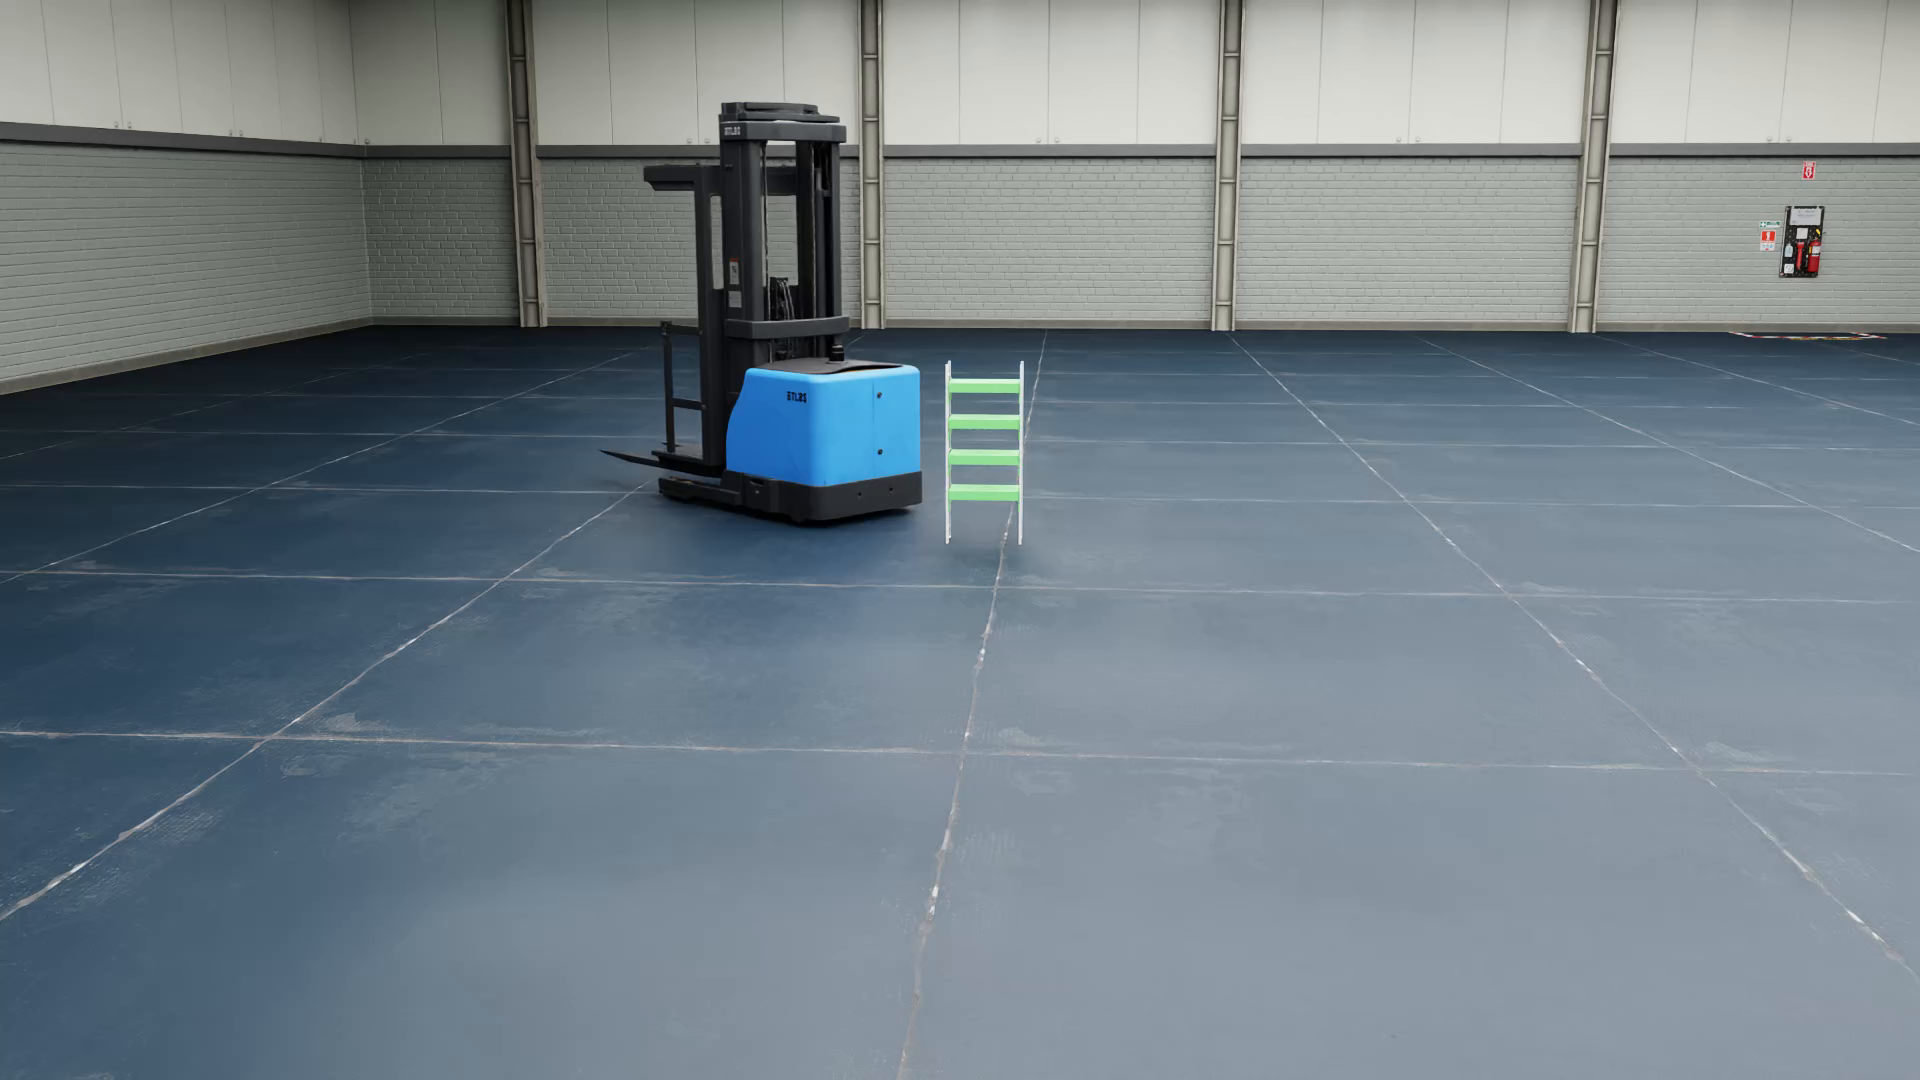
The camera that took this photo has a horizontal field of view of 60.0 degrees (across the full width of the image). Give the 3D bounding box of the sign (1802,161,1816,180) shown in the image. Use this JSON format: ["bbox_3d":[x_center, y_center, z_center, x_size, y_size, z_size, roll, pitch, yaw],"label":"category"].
[{"bbox_3d":[13.998,-6.095,27.420,0.199,0.298,0.001,1,12,4],"label":"sign"}]

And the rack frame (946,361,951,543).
[{"bbox_3d":[-0.078,-0.588,11.150,0.015,1.200,0.240,1,12,4],"label":"rack frame"}]

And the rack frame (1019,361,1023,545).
[{"bbox_3d":[0.409,-0.582,11.118,0.015,1.200,0.240,1,12,4],"label":"rack frame"}]

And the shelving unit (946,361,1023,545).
[{"bbox_3d":[0.165,-0.585,11.134,0.503,1.200,0.258,1,12,4],"label":"shelving unit"}]

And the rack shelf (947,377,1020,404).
[{"bbox_3d":[0.165,-0.992,11.049,0.480,0.148,0.258,1,12,4],"label":"rack shelf"}]

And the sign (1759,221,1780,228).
[{"bbox_3d":[13.458,-5.244,27.630,0.331,0.109,0.001,1,12,4],"label":"sign"}]

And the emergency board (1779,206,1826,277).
[{"bbox_3d":[13.999,-4.940,27.560,0.643,1.169,0.194,1,12,4],"label":"emergency board"}]

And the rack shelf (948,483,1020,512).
[{"bbox_3d":[0.165,-0.288,11.197,0.480,0.148,0.258,1,12,4],"label":"rack shelf"}]

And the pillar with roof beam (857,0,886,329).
[{"bbox_3d":[-1.785,-7.202,23.720,0.400,9.000,9.100,1,12,4],"label":"pillar with roof beam"}]

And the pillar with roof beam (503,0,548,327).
[{"bbox_3d":[-7.772,-7.284,24.112,0.400,9.000,9.100,1,12,4],"label":"pillar with roof beam"}]

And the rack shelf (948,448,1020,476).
[{"bbox_3d":[0.165,-0.522,11.147,0.480,0.148,0.258,1,12,4],"label":"rack shelf"}]

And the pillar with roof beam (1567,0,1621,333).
[{"bbox_3d":[10.188,-7.038,22.935,0.400,9.000,9.100,1,12,4],"label":"pillar with roof beam"}]

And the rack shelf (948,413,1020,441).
[{"bbox_3d":[0.165,-0.757,11.098,0.480,0.148,0.258,1,12,4],"label":"rack shelf"}]

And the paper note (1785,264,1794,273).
[{"bbox_3d":[13.827,-4.526,27.729,0.142,0.148,0.016,1,12,4],"label":"paper note"}]

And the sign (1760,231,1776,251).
[{"bbox_3d":[13.454,-4.986,27.693,0.234,0.329,0.001,1,12,4],"label":"sign"}]

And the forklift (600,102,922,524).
[{"bbox_3d":[-1.672,-1.786,12.650,1.130,2.935,3.031,-11,16,-44],"label":"forklift"}]

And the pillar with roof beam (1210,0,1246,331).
[{"bbox_3d":[4.201,-7.120,23.327,0.400,9.000,9.100,1,12,4],"label":"pillar with roof beam"}]
